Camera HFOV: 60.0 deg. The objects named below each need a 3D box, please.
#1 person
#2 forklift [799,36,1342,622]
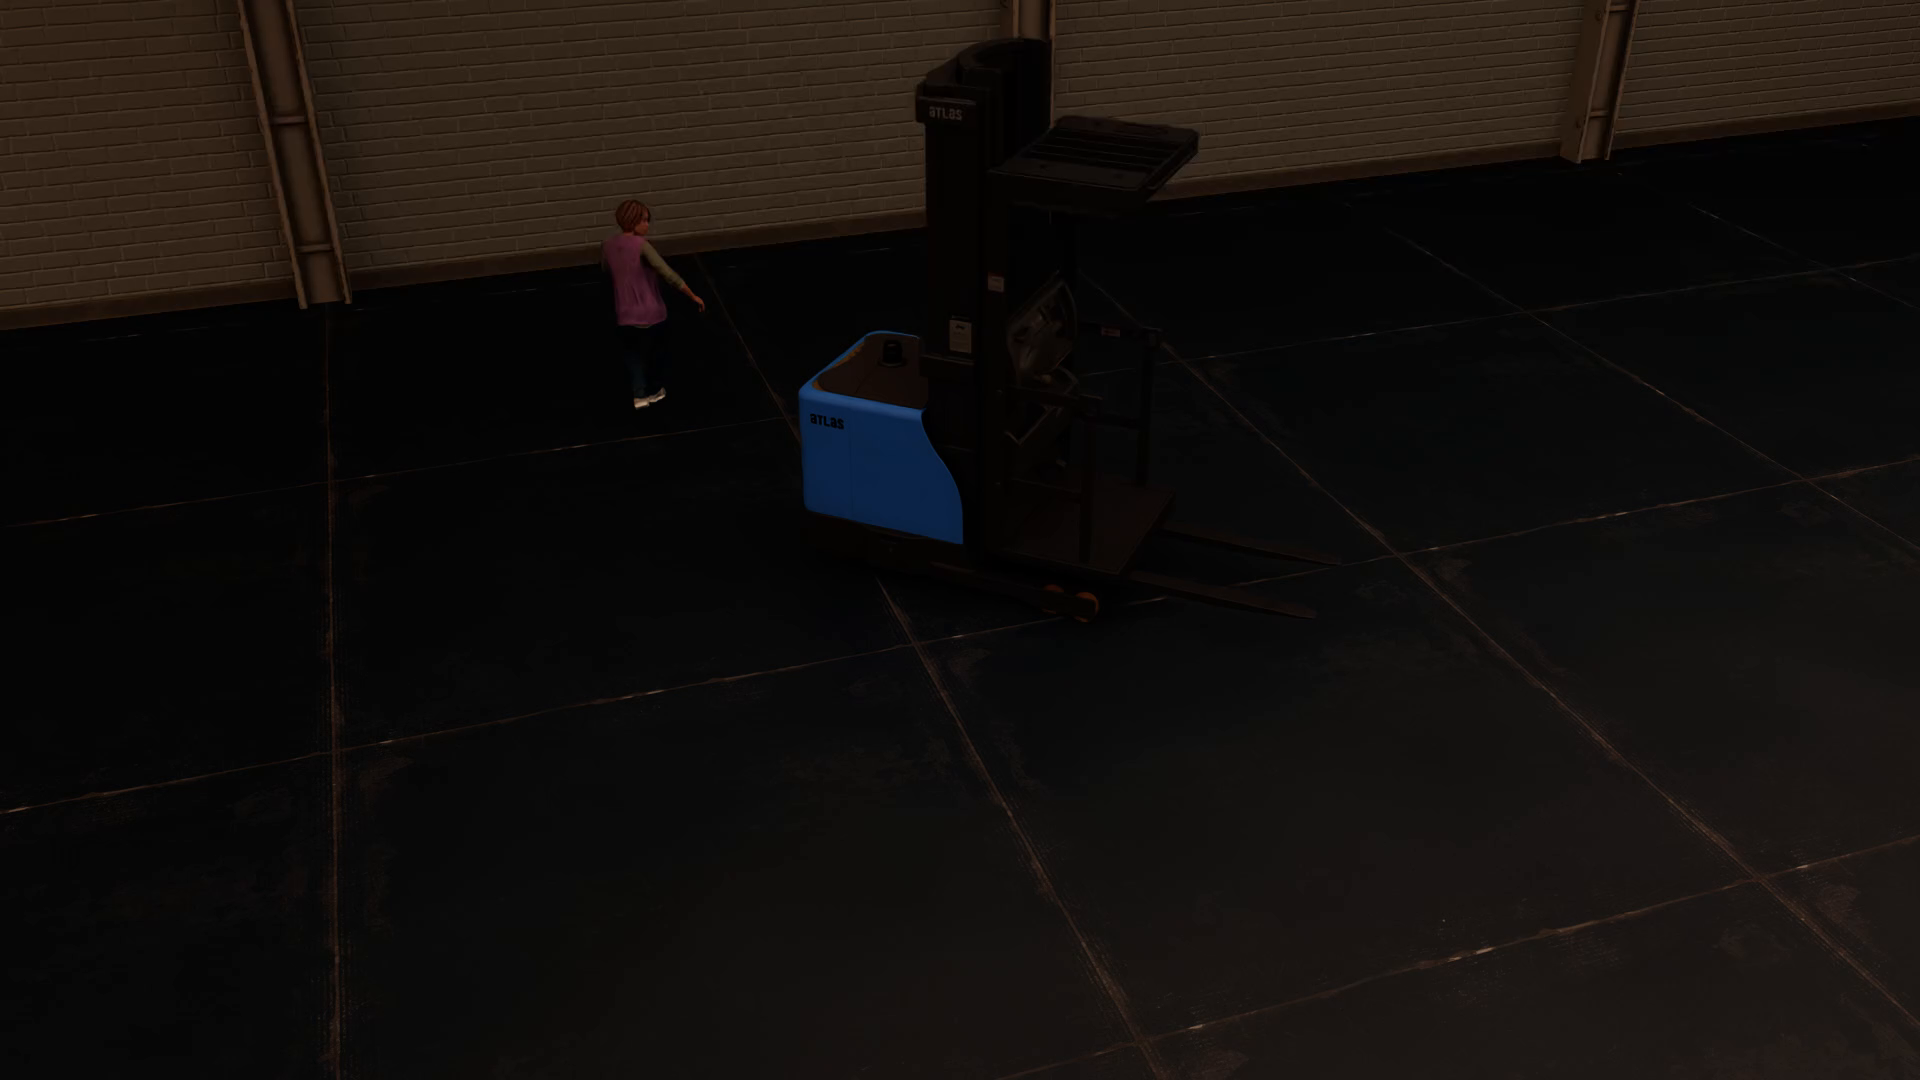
[{"bbox_3d":[-2.086,-1.593,11.325,0.738,1.482,0.758,5,30,9],"label":"person"},{"bbox_3d":[0.635,-1.117,9.028,3.031,2.935,1.130,12,32,20],"label":"forklift"}]
